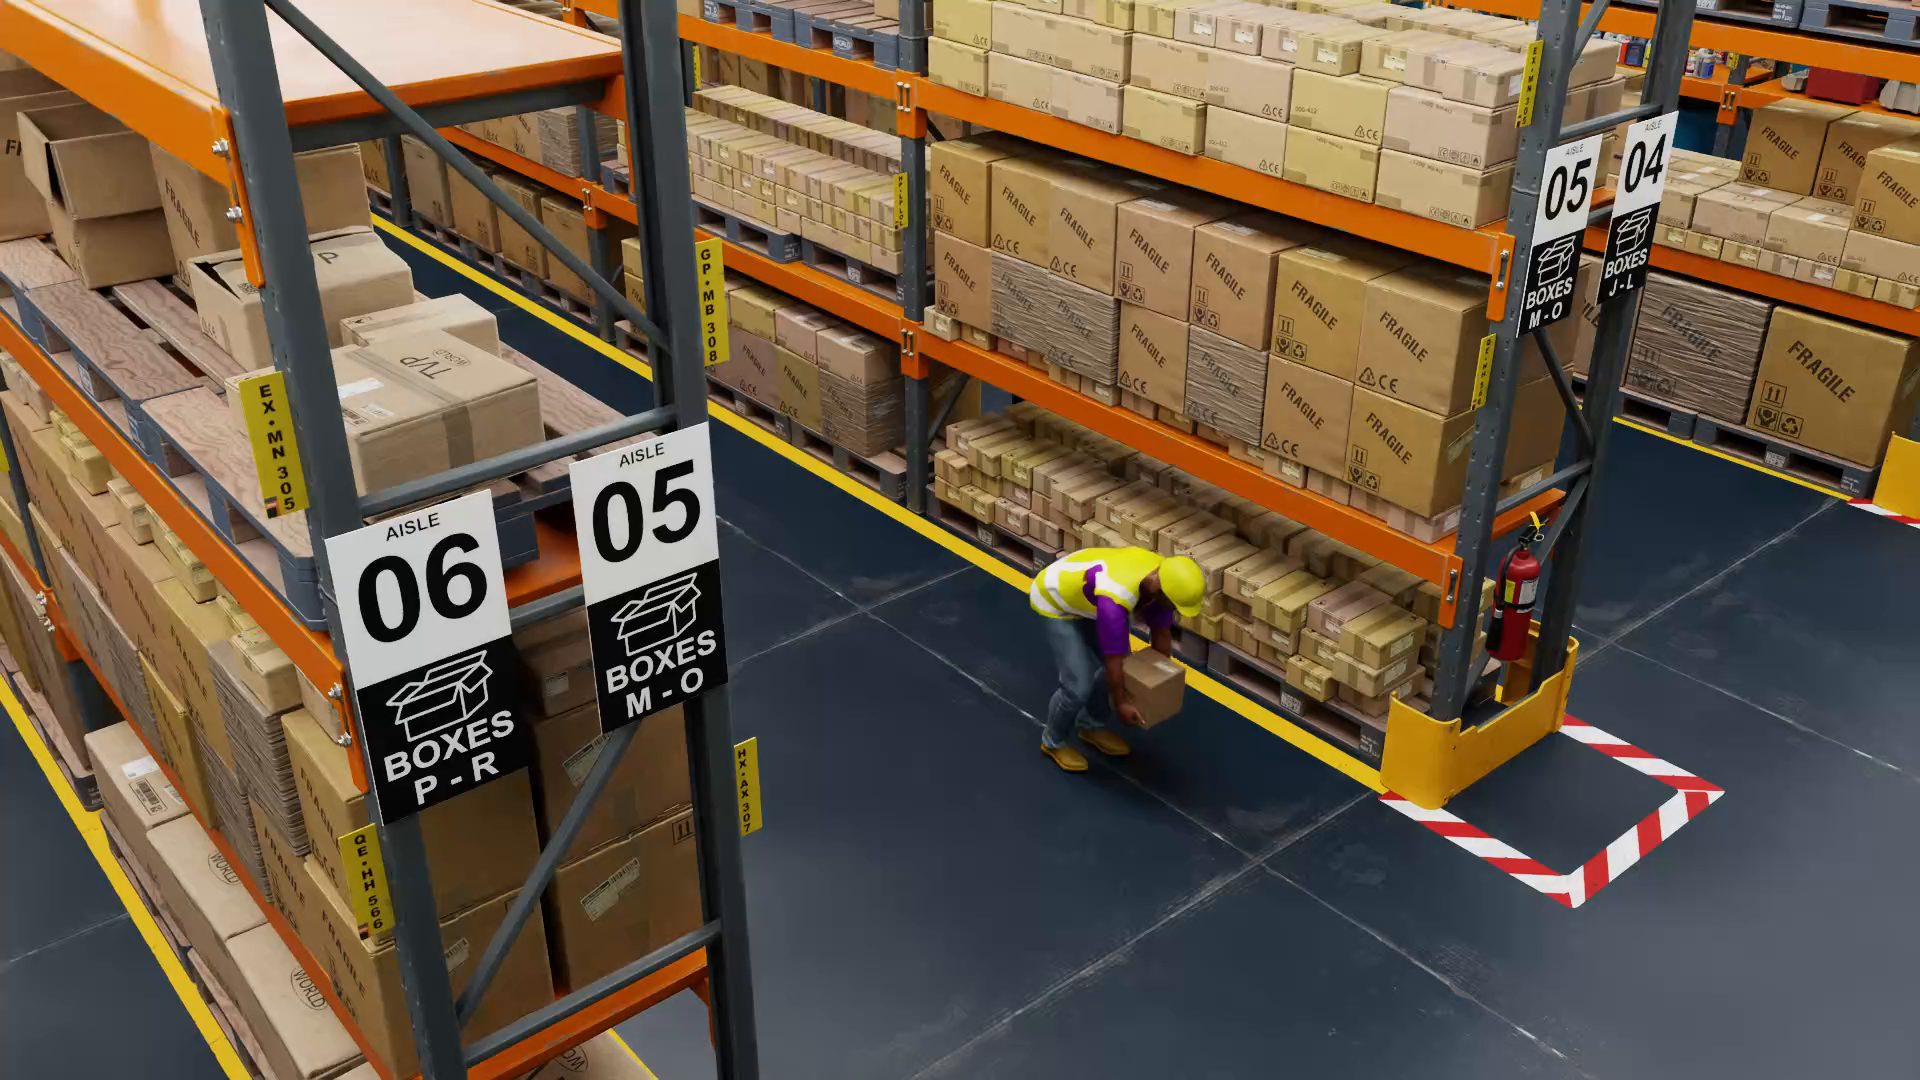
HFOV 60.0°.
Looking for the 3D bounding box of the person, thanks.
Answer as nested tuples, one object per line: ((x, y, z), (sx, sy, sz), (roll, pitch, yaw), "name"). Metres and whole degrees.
((0.766, 0.547, 8.049), (0.492, 1.311, 0.923), (-25, 37, -38), "person")
